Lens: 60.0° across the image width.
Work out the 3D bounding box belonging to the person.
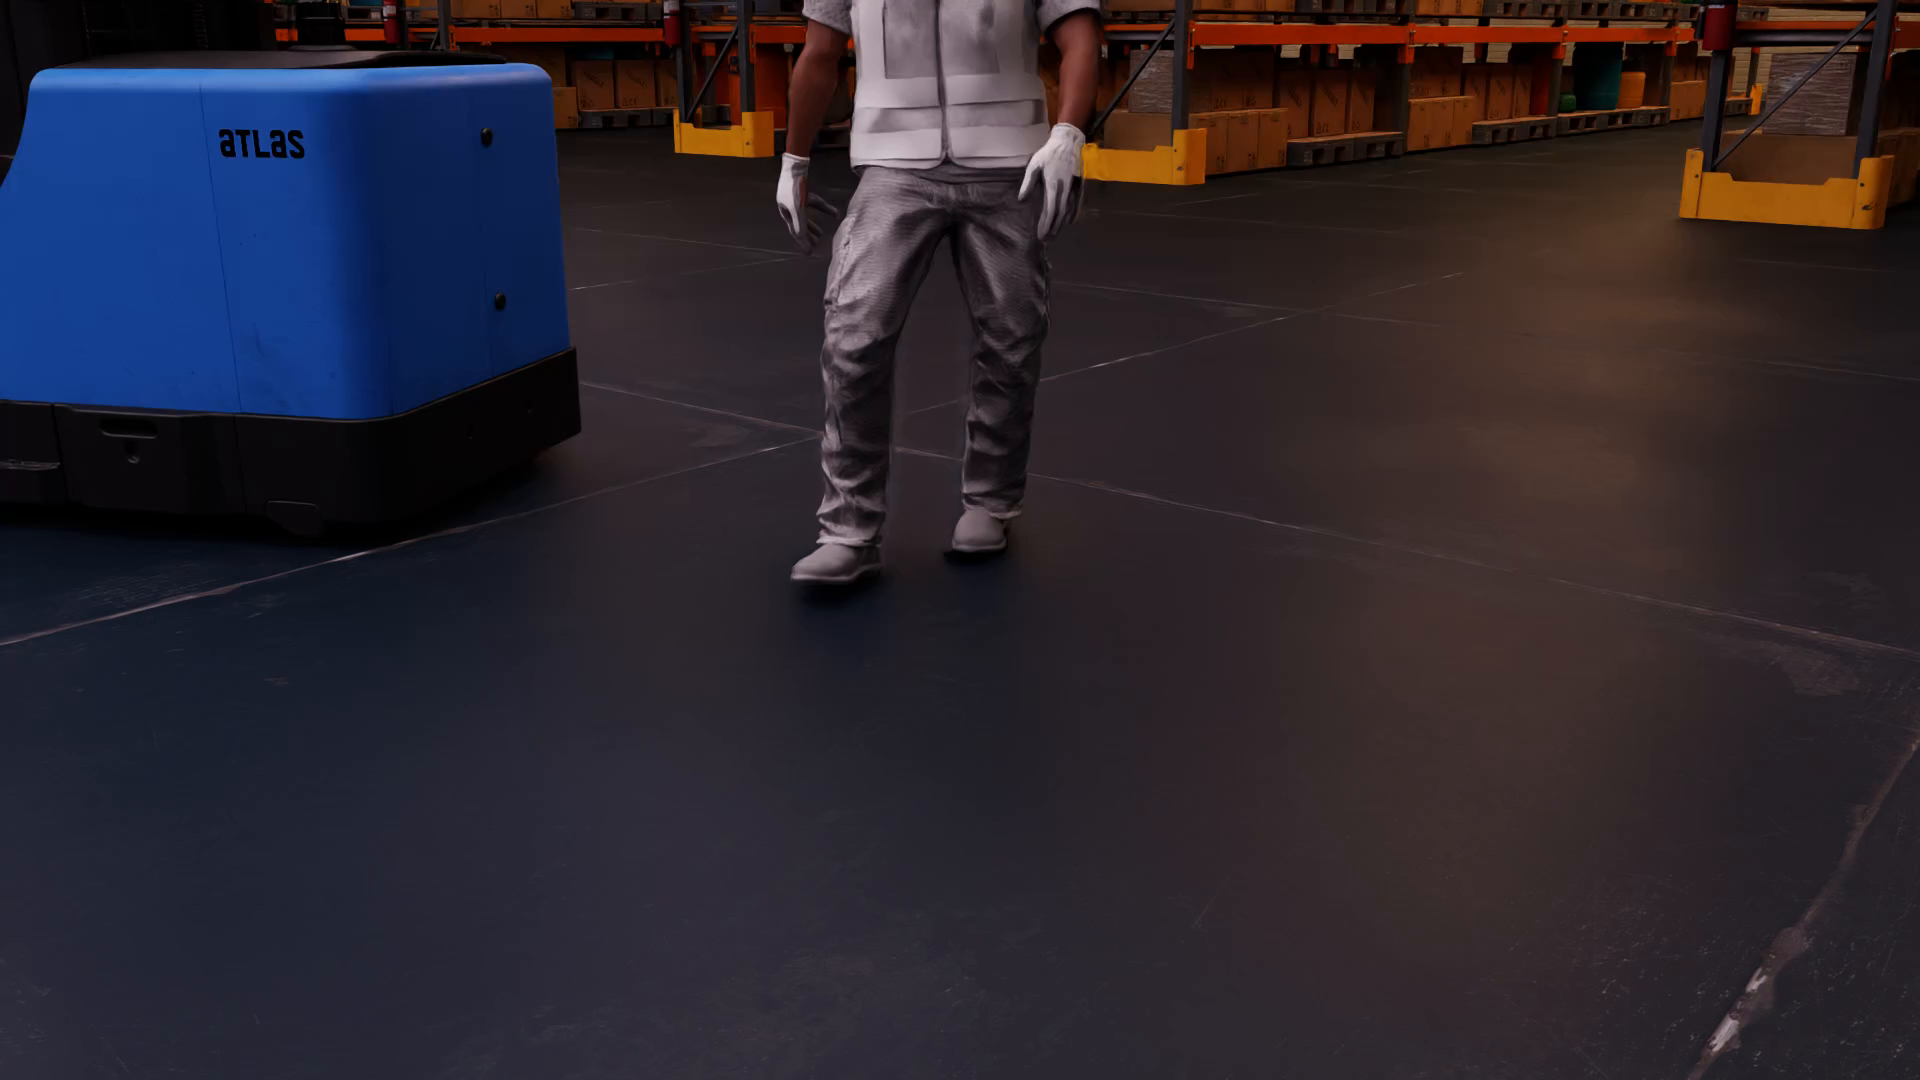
[{"bbox_3d":[-0.052,-0.770,3.511,0.691,1.742,0.624,0,17,0],"label":"person"}]

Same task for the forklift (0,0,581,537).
[{"bbox_3d":[-2.646,-1.617,4.223,3.031,2.935,1.130,4,17,13],"label":"forklift"}]
